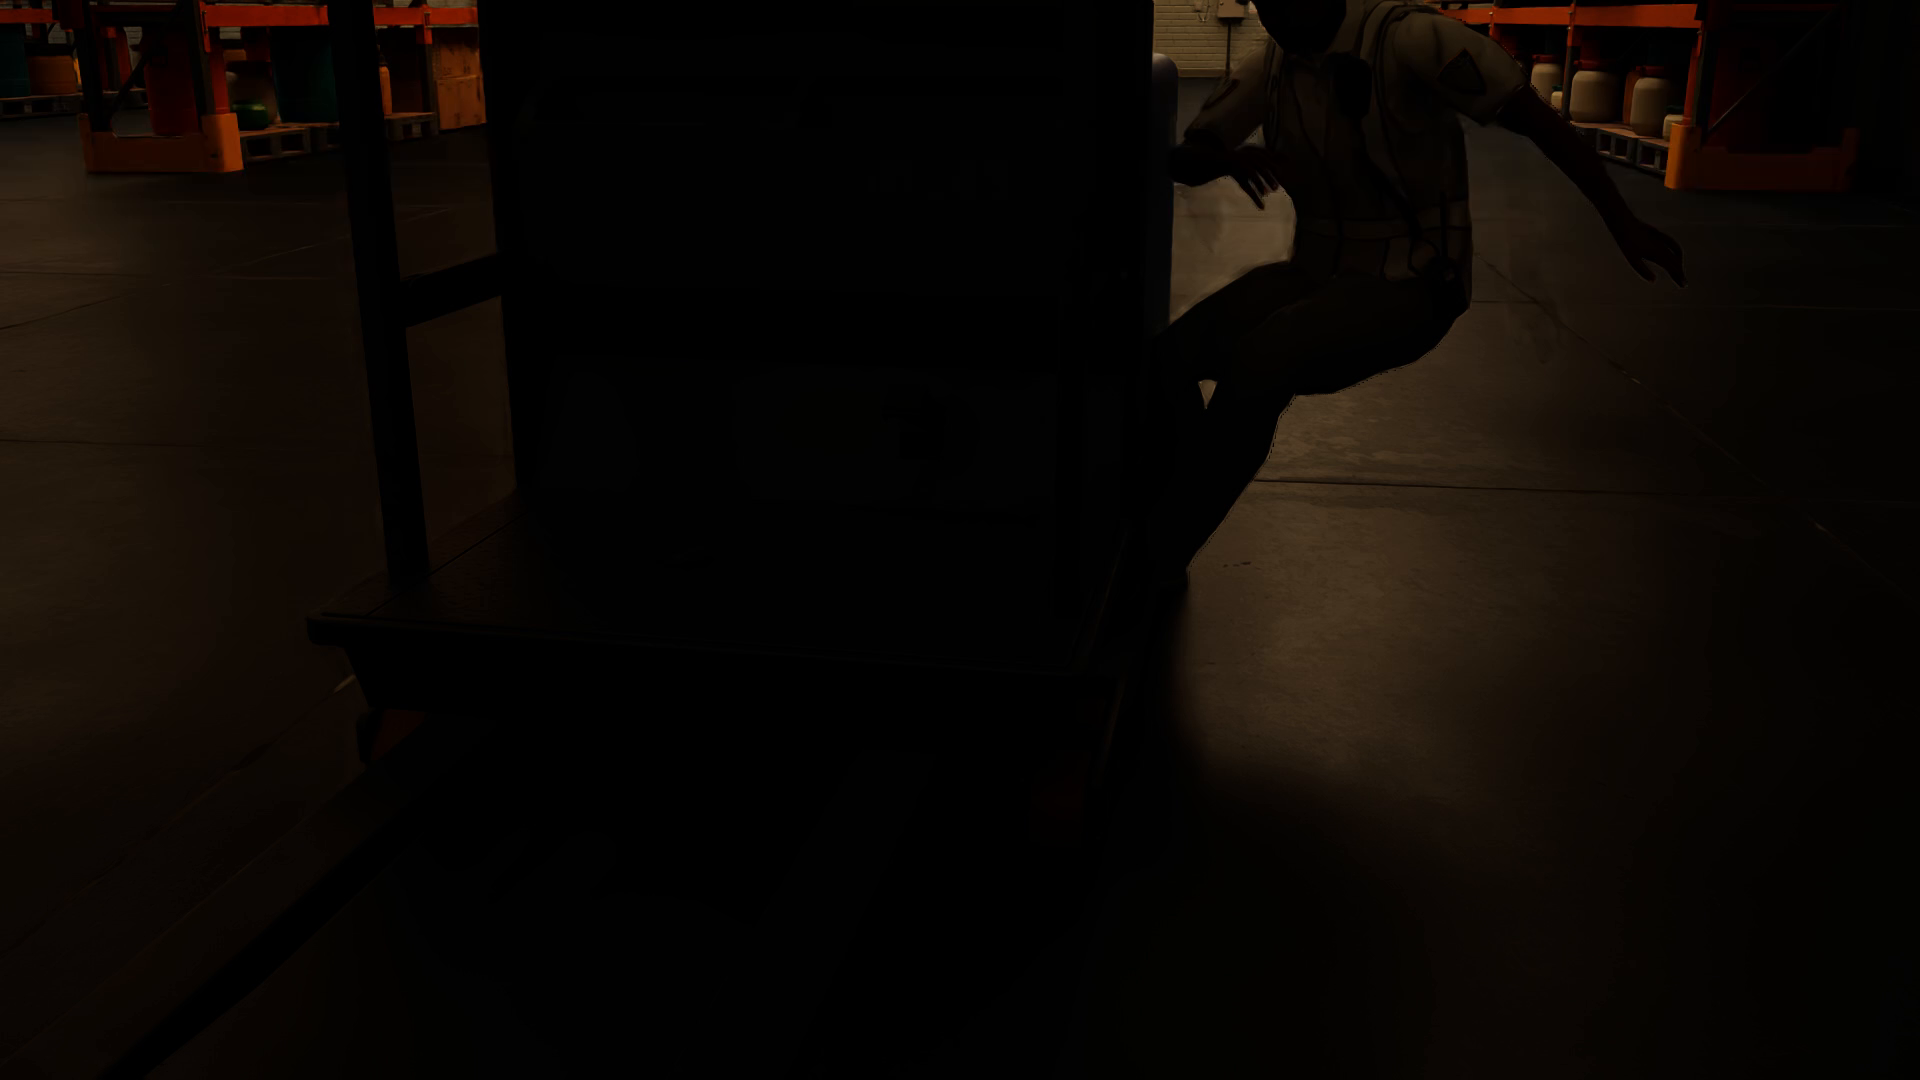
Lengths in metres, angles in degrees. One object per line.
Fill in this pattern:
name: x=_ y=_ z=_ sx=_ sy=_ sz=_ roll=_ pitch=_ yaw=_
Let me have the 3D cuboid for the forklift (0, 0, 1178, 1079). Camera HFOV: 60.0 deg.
forklift: x=-0.287 y=-1.058 z=2.306 sx=1.130 sy=2.935 sz=3.031 roll=3 pitch=18 yaw=10

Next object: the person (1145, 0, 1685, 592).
person: x=0.669 y=-0.463 z=3.140 sx=0.900 sy=1.405 sz=0.998 roll=-13 pitch=22 yaw=-35
